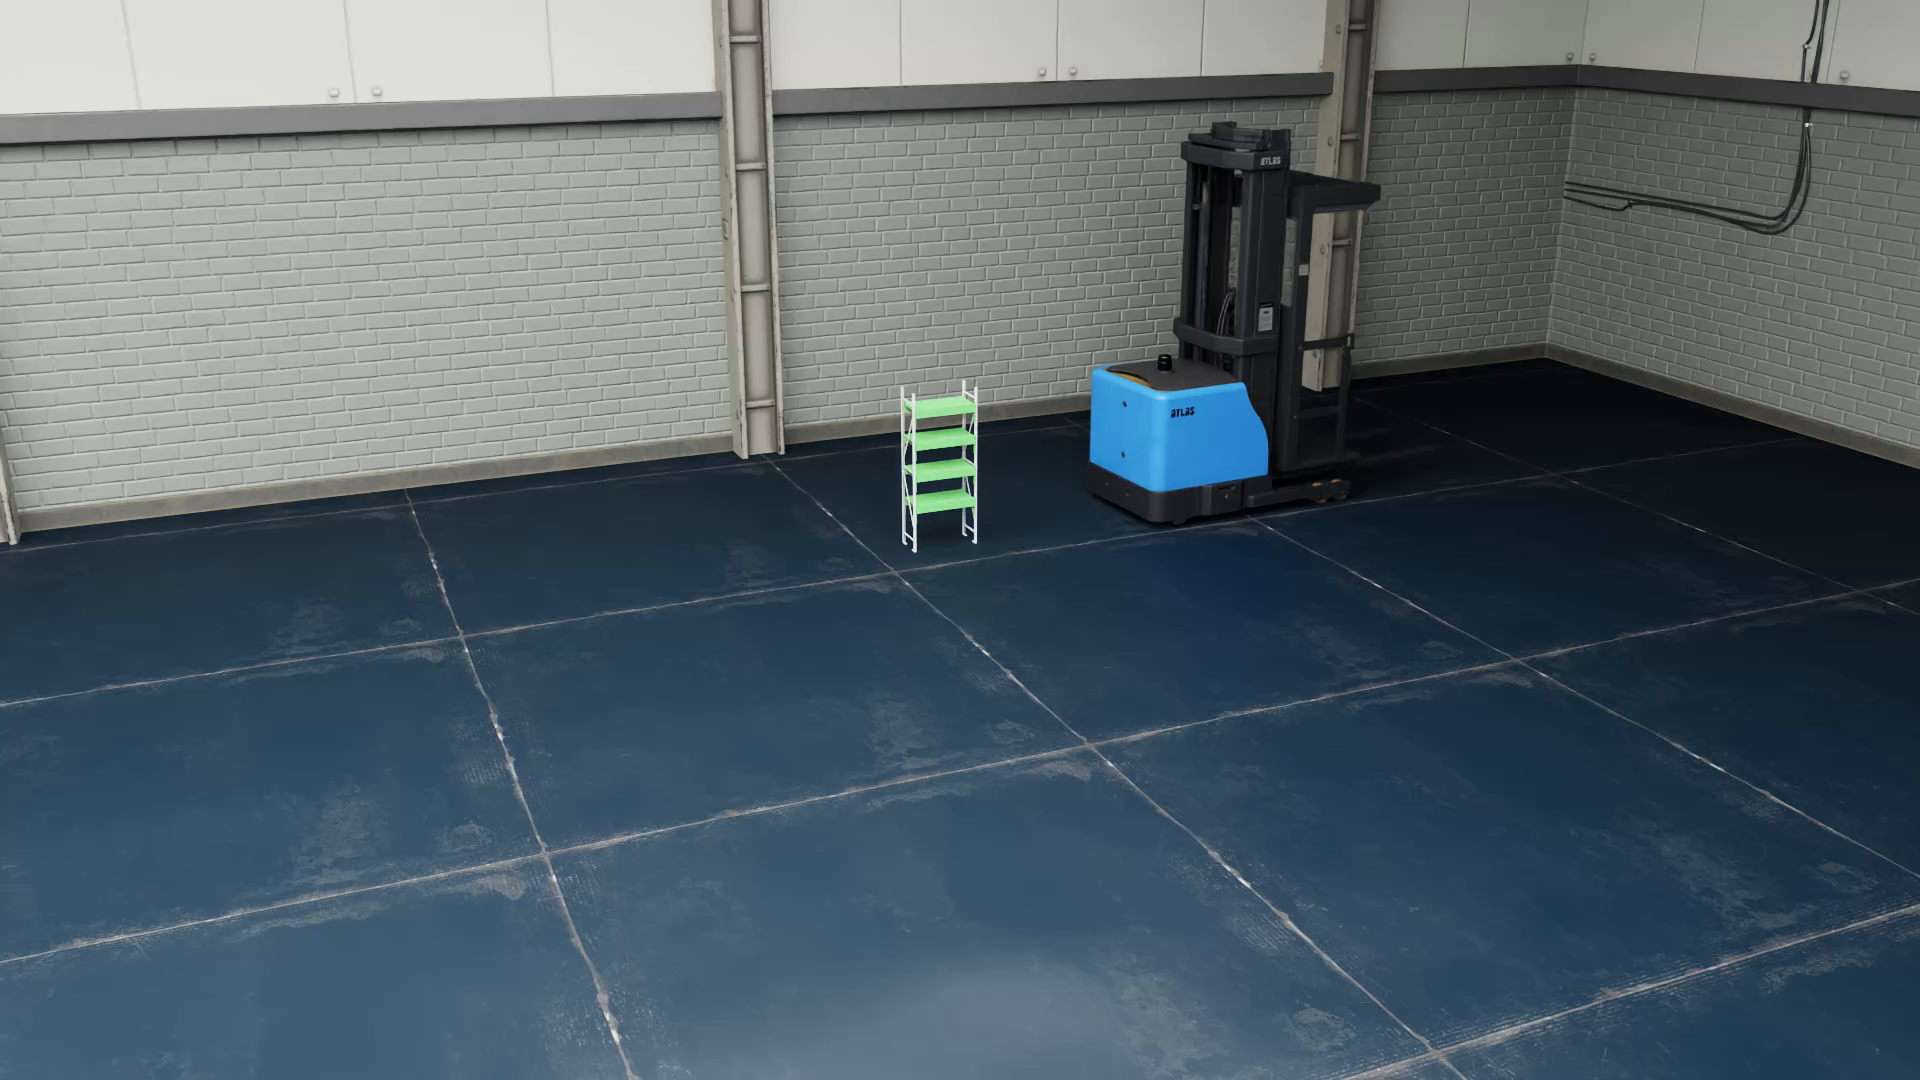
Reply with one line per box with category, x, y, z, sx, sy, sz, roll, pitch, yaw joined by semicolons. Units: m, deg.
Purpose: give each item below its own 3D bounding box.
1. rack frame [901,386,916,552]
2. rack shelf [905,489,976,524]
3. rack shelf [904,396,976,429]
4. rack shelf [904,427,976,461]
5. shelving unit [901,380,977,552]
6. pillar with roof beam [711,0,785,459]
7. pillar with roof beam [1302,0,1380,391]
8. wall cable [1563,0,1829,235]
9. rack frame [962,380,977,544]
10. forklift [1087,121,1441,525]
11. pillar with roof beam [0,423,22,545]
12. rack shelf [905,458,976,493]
rack frame;-0.376;-0.512;12.170;0.015;1.200;0.240;-8;21;-22
rack shelf;-0.152;-0.258;12.362;0.480;0.148;0.258;-8;21;-22
rack shelf;-0.152;-0.937;12.123;0.480;0.148;0.258;-8;21;-22
rack shelf;-0.152;-0.710;12.202;0.480;0.148;0.258;-8;21;-22
shelving unit;-0.152;-0.544;12.261;0.503;1.200;0.258;-8;21;-22
pillar with roof beam;-0.078;-3.715;9.522;0.400;9.000;9.100;-8;21;-22
pillar with roof beam;5.431;-4.504;11.764;0.400;9.000;9.100;-8;21;-22
wall cable;6.955;-4.336;15.964;0.112;2.526;3.097;-8;21;-22
rack frame;0.072;-0.576;12.352;0.015;1.200;0.240;-8;21;-22
forklift;2.578;-1.822;13.283;3.031;2.935;1.130;-10;22;-26
pillar with roof beam;-5.588;-2.925;7.280;0.400;9.000;9.100;-8;21;-22
rack shelf;-0.152;-0.484;12.282;0.480;0.148;0.258;-8;21;-22
